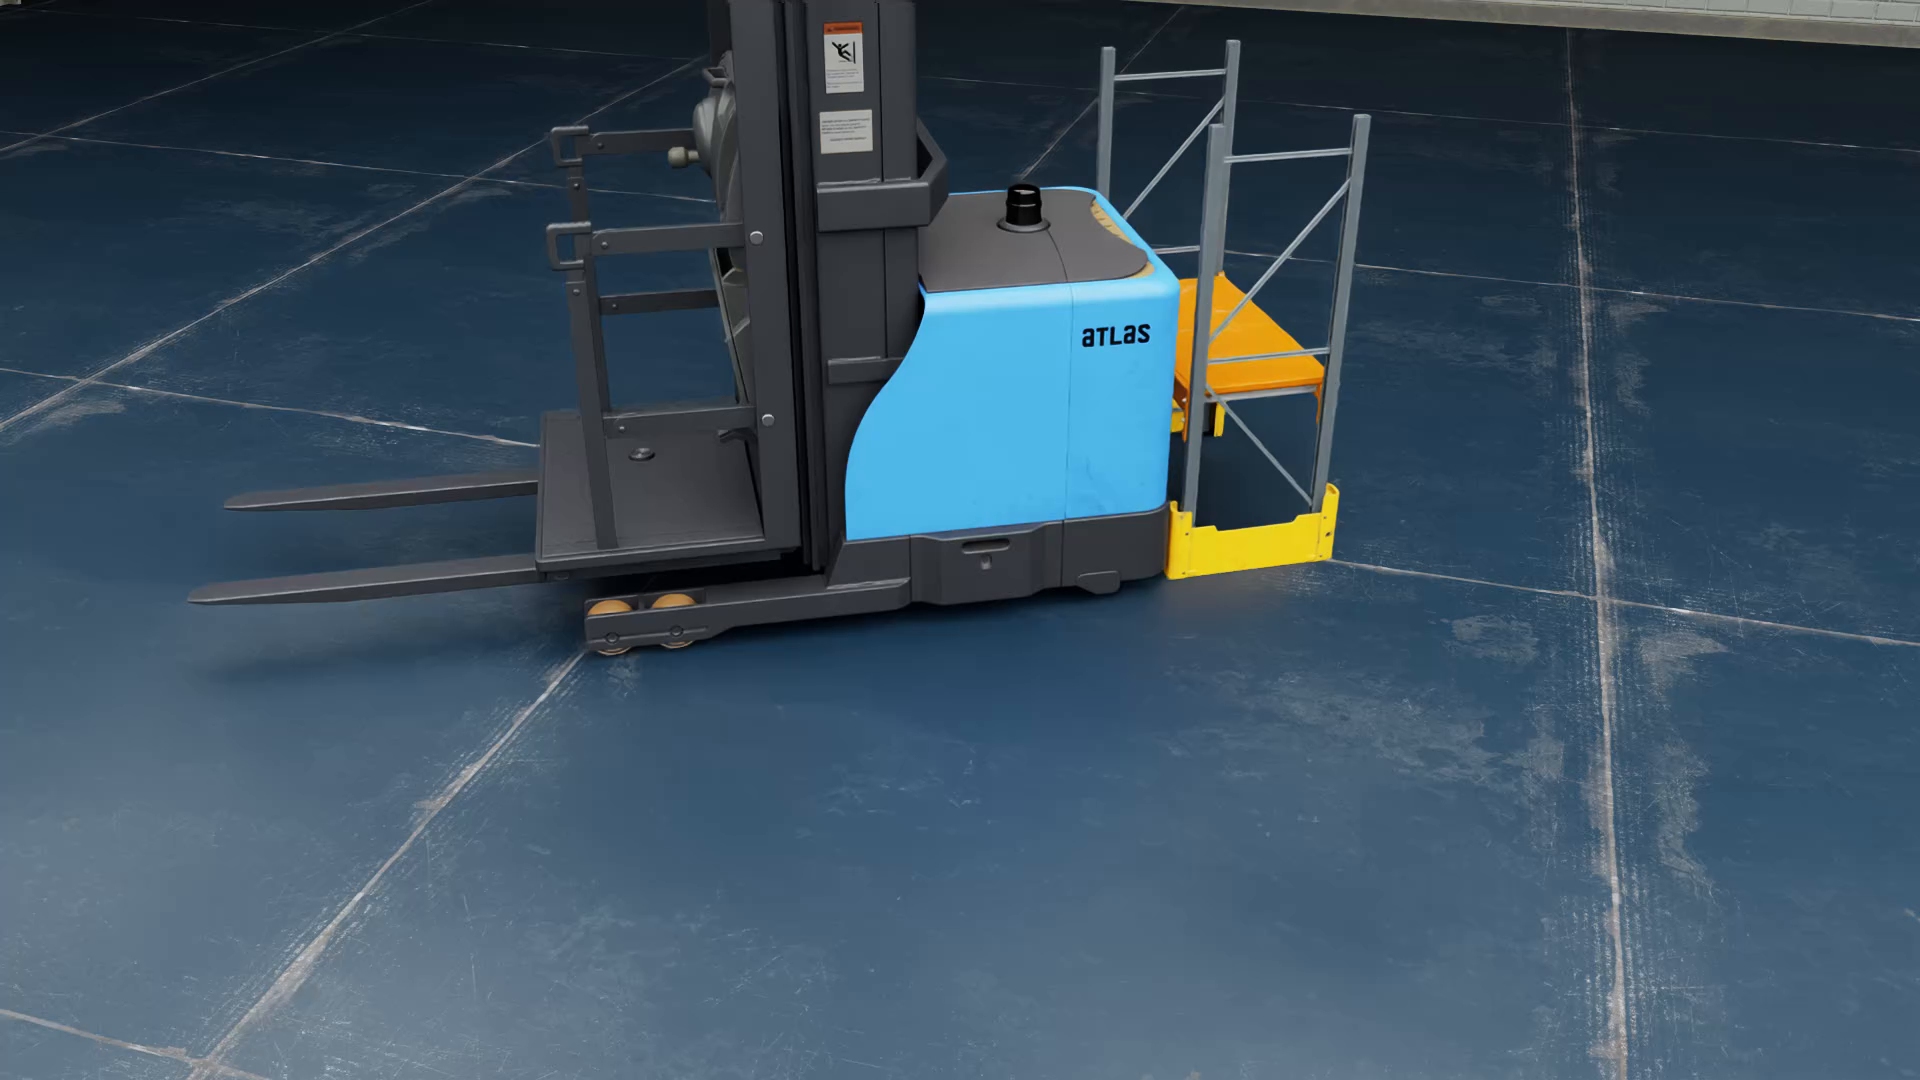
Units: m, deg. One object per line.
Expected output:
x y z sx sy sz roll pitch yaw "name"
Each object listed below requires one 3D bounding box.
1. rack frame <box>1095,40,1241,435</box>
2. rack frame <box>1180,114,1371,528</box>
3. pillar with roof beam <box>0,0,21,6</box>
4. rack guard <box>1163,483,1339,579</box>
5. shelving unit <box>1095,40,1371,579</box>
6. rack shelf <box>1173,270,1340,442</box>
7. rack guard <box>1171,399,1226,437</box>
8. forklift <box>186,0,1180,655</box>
0.730 -1.056 6.106 0.500 1.500 0.032 -7 30 -12 "rack frame"
0.970 -0.576 5.242 0.500 1.500 0.032 -7 30 -12 "rack frame"
-3.818 -7.673 10.286 9.100 9.000 0.400 8 30 15 "pillar with roof beam"
0.969 -0.030 5.547 0.587 0.250 0.087 -7 30 -12 "rack guard"
0.852 -0.812 5.666 0.587 1.500 1.083 -7 30 -12 "shelving unit"
0.850 -0.659 5.762 0.538 0.185 1.000 -7 30 -12 "rack shelf"
0.735 -0.501 6.393 0.587 0.250 0.087 -7 30 -12 "rack guard"
-0.893 -1.207 4.905 3.031 2.935 1.130 -6 30 -10 "forklift"
